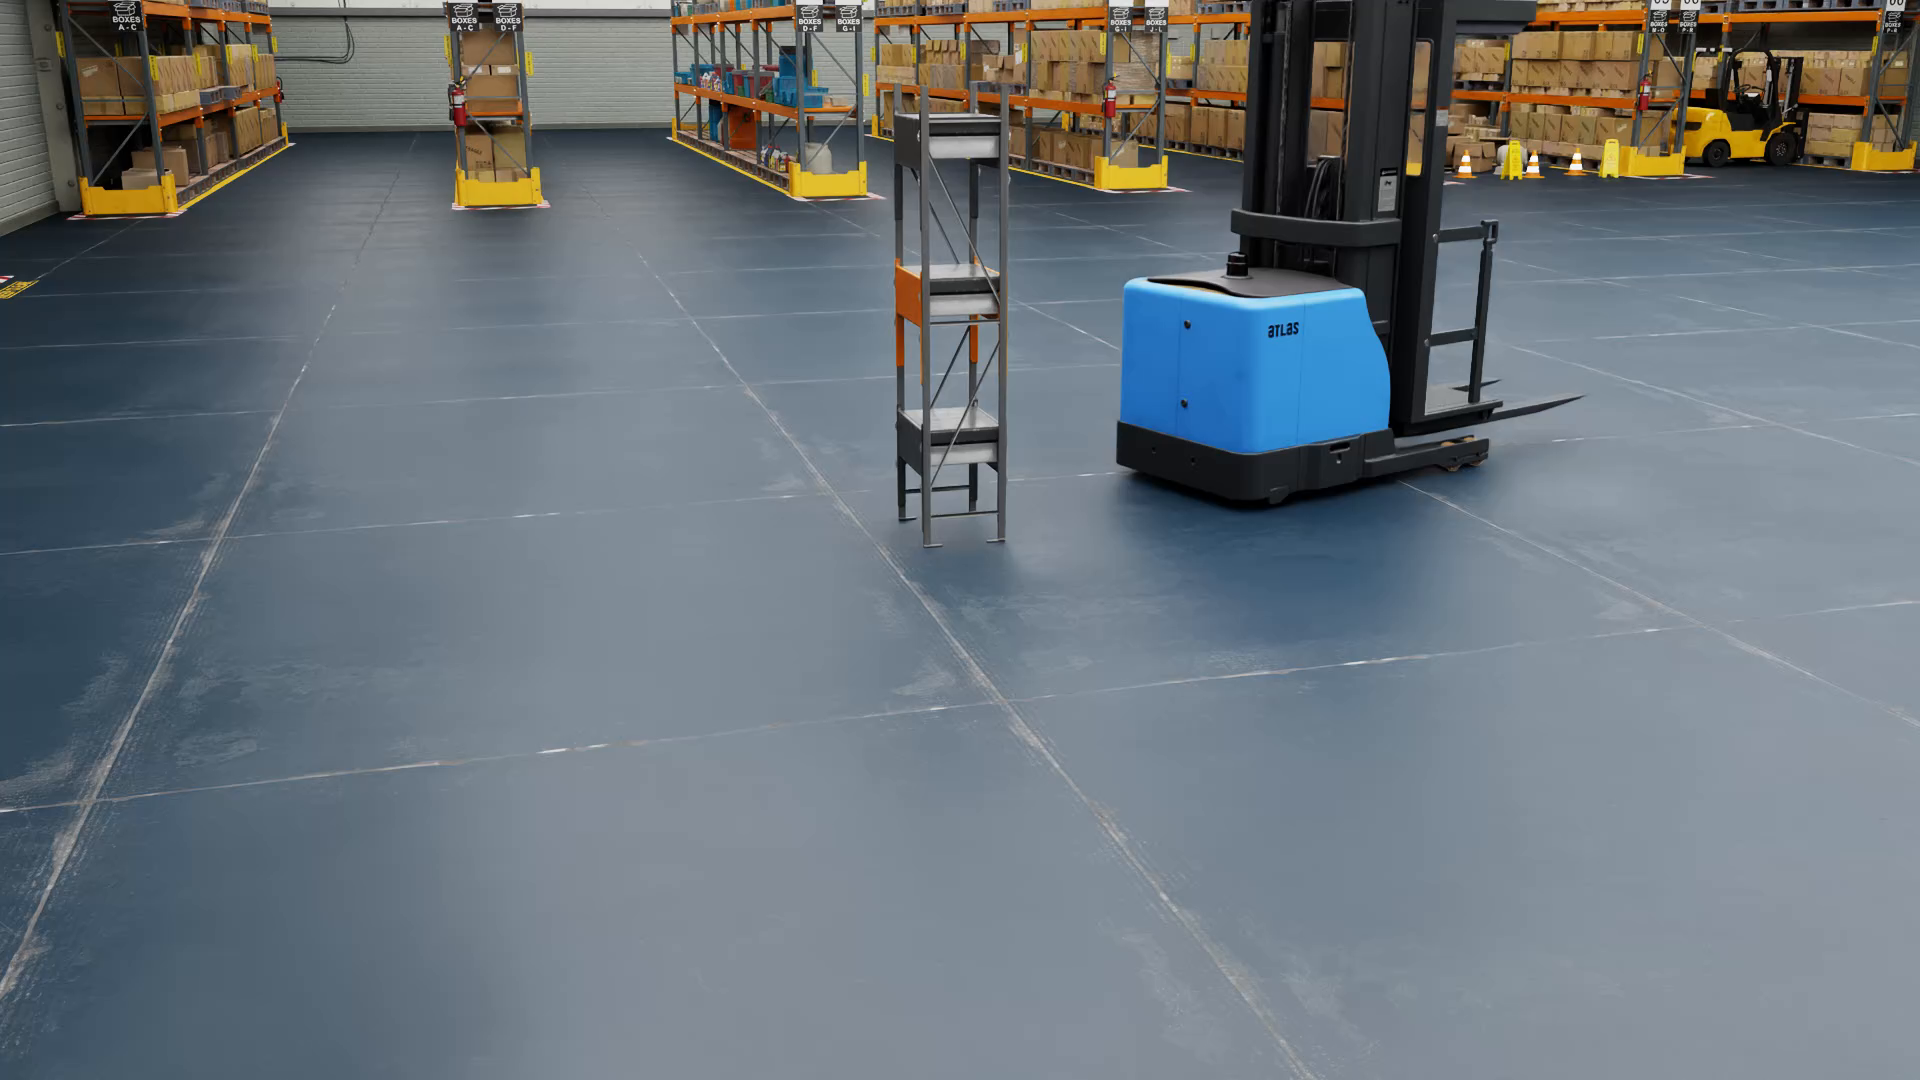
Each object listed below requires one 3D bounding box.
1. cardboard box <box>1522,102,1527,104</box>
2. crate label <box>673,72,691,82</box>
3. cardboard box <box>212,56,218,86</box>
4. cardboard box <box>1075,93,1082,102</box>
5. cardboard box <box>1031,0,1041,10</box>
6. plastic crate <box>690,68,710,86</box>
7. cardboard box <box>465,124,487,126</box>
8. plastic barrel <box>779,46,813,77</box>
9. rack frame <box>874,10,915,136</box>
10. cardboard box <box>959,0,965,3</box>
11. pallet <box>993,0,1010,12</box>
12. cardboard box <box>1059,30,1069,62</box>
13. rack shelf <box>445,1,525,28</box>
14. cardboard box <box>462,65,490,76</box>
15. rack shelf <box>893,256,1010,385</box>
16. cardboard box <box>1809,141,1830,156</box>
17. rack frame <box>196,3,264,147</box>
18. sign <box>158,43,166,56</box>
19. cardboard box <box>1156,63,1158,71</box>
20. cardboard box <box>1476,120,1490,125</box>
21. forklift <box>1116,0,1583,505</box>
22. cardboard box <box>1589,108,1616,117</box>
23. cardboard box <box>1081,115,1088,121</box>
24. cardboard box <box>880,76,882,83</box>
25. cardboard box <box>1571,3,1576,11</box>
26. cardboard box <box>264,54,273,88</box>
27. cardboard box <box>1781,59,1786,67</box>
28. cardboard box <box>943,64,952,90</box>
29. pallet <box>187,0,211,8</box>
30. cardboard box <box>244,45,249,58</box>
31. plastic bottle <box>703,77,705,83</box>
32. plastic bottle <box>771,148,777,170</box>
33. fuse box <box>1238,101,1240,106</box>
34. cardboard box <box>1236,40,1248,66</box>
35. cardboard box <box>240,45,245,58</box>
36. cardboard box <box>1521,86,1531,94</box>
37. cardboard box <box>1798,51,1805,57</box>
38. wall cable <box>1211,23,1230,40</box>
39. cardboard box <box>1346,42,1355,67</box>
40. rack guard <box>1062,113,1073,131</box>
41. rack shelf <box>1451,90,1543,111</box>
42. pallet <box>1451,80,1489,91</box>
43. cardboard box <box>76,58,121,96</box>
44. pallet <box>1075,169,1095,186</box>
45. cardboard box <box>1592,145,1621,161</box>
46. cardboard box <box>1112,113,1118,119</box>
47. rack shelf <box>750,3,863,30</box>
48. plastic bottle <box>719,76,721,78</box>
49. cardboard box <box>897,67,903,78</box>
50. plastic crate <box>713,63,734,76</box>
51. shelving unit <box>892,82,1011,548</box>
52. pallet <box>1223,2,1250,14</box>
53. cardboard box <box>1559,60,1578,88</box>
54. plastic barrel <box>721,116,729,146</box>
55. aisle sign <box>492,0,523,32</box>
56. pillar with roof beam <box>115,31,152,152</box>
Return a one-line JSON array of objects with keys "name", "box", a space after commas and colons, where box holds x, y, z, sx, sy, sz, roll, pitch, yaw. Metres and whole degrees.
[{"name": "cardboard box", "box": [13.958, -10.619, 40.578, 0.380, 0.149, 0.250, -5, 17, -16]}, {"name": "crate label", "box": [-6.615, -11.032, 39.652, 0.416, 0.233, 0.303, -5, 17, -15]}, {"name": "cardboard box", "box": [-13.555, -8.311, 29.469, 0.700, 0.500, 0.500, -7, 18, -22]}, {"name": "cardboard box", "box": [2.157, -7.431, 27.912, 0.380, 0.149, 0.250, -5, 17, -15]}, {"name": "cardboard box", "box": [1.571, -9.470, 29.312, 0.500, 0.250, 0.500, -5, 18, -17]}, {"name": "plastic crate", "box": [-5.724, -10.195, 36.601, 0.392, 0.384, 0.575, -5, 17, -15]}, {"name": "cardboard box", "box": [-8.006, -6.559, 27.318, 0.500, 0.500, 0.500, -5, 17, -15]}, {"name": "plastic barrel", "box": [-2.884, -8.230, 29.264, 0.600, 0.901, 0.708, -5, 17, -15]}, {"name": "rack frame", "box": [-1.604, -11.570, 41.254, 1.000, 3.000, 0.127, -5, 17, -15]}, {"name": "cardboard box", "box": [0.357, -11.207, 33.923, 0.797, 0.503, 0.637, -4, 17, -12]}, {"name": "pallet", "box": [1.338, -10.063, 31.350, 1.213, 0.211, 1.003, -5, 17, -15]}, {"name": "cardboard box", "box": [1.997, -8.361, 28.144, 0.500, 0.500, 0.500, -5, 17, -15]}, {"name": "rack shelf", "box": [-7.283, -8.007, 25.430, 1.077, 0.370, 4.000, -5, 17, -15]}, {"name": "cardboard box", "box": [-7.021, -6.811, 24.111, 0.380, 0.149, 0.250, -5, 17, -16]}, {"name": "rack shelf", "box": [-0.045, -1.038, 7.806, 0.431, 0.518, 0.480, -5, 17, -15]}, {"name": "cardboard box", "box": [16.532, -7.448, 31.584, 0.500, 0.250, 0.500, -5, 17, -15]}, {"name": "rack frame", "box": [-14.793, -9.288, 33.660, 1.000, 3.000, 0.127, -5, 17, -15]}, {"name": "sign", "box": [-14.226, -8.692, 29.661, 0.100, 0.325, 0.005, -5, 17, -15]}, {"name": "cardboard box", "box": [4.461, -10.402, 36.555, 0.380, 0.149, 0.250, -4, 17, -14]}, {"name": "cardboard box", "box": [13.359, -10.607, 42.274, 0.380, 0.149, 0.250, -5, 18, -17]}, {"name": "forklift", "box": [2.353, -1.894, 9.162, 3.031, 2.935, 1.130, -11, 20, -33]}, {"name": "cardboard box", "box": [11.685, -7.779, 30.252, 0.380, 0.149, 0.250, -4, 17, -14]}, {"name": "cardboard box", "box": [3.229, -10.526, 41.490, 0.380, 0.149, 0.250, -4, 17, -14]}, {"name": "cardboard box", "box": [-1.752, -11.254, 40.641, 0.380, 0.149, 0.250, -5, 17, -16]}, {"name": "cardboard box", "box": [11.495, -9.817, 30.643, 0.380, 0.149, 0.250, -5, 17, -15]}, {"name": "cardboard box", "box": [-15.532, -10.198, 36.166, 0.980, 0.700, 0.700, -5, 17, -16]}, {"name": "cardboard box", "box": [16.152, -9.321, 32.466, 0.380, 0.149, 0.250, -5, 18, -17]}, {"name": "cardboard box", "box": [-0.057, -9.803, 35.200, 0.500, 0.500, 0.500, -5, 18, -17]}, {"name": "pallet", "box": [-12.662, -8.601, 26.485, 1.213, 0.211, 1.003, -5, 17, -15]}, {"name": "cardboard box", "box": [-14.287, -9.596, 32.656, 0.500, 0.250, 0.500, -4, 17, -14]}, {"name": "plastic bottle", "box": [-5.400, -9.716, 35.308, 0.097, 0.271, 0.097, 0, 17, 0]}, {"name": "plastic bottle", "box": [-3.077, -6.375, 27.800, 0.144, 0.351, 0.185, -5, 17, -16]}, {"name": "fuse box", "box": [8.412, -13.420, 49.653, 0.539, 1.711, 0.414, -5, 17, -15]}, {"name": "cardboard box", "box": [5.929, -9.700, 33.118, 0.700, 0.500, 0.500, -5, 17, -16]}, {"name": "cardboard box", "box": [-14.147, -9.455, 32.186, 0.500, 0.250, 0.500, -4, 17, -14]}, {"name": "cardboard box", "box": [11.119, -8.735, 32.255, 0.380, 0.149, 0.250, -4, 17, -14]}, {"name": "cardboard box", "box": [16.364, -9.328, 31.974, 0.380, 0.149, 0.250, -4, 17, -14]}, {"name": "wall cable", "box": [7.712, -14.513, 49.287, 0.588, 1.984, 0.122, -5, 17, -15]}, {"name": "cardboard box", "box": [7.262, -8.513, 28.942, 0.875, 0.550, 0.550, -5, 17, -15]}, {"name": "rack guard", "box": [3.213, -10.716, 42.756, 1.175, 0.500, 0.348, -5, 17, -15]}, {"name": "rack shelf", "box": [10.672, -9.243, 34.758, 1.077, 0.370, 4.000, -5, 17, -15]}, {"name": "pallet", "box": [10.706, -9.504, 34.711, 1.003, 0.211, 1.213, -5, 17, -15]}, {"name": "cardboard box", "box": [-11.829, -6.380, 22.898, 0.500, 0.500, 0.500, -5, 17, -16]}, {"name": "pallet", "box": [2.583, -6.057, 27.749, 1.003, 0.211, 1.213, -5, 17, -15]}, {"name": "cardboard box", "box": [11.834, -7.021, 30.160, 0.500, 0.250, 0.500, -5, 17, -16]}, {"name": "cardboard box", "box": [3.835, -10.093, 39.531, 0.380, 0.149, 0.250, -4, 17, -15]}, {"name": "rack shelf", "box": [-2.519, -8.398, 26.731, 1.077, 0.370, 4.000, -5, 17, -15]}, {"name": "plastic bottle", "box": [-4.916, -9.366, 34.122, 0.061, 0.283, 0.133, -5, 17, -15]}, {"name": "cardboard box", "box": [-1.164, -10.919, 38.833, 0.500, 0.250, 0.500, -4, 17, -14]}, {"name": "plastic crate", "box": [-5.272, -10.398, 37.138, 0.402, 0.464, 0.583, -5, 17, -15]}, {"name": "shelving unit", "box": [-0.045, -1.051, 7.802, 0.431, 2.100, 0.503, -5, 17, -15]}, {"name": "pallet", "box": [5.929, -10.584, 33.088, 1.003, 0.211, 1.213, -4, 17, -13]}, {"name": "cardboard box", "box": [11.519, -8.665, 30.895, 0.500, 0.500, 0.500, -4, 17, -15]}, {"name": "plastic barrel", "box": [-4.629, -8.458, 34.356, 0.600, 0.588, 0.708, -5, 17, -15]}, {"name": "aisle sign", "box": [-6.421, -7.613, 23.563, 0.394, 0.787, 0.004, -5, 17, -15]}, {"name": "pillar with roof beam", "box": [-10.029, -10.967, 28.822, 9.100, 9.000, 0.400, -5, 17, -15]}]
